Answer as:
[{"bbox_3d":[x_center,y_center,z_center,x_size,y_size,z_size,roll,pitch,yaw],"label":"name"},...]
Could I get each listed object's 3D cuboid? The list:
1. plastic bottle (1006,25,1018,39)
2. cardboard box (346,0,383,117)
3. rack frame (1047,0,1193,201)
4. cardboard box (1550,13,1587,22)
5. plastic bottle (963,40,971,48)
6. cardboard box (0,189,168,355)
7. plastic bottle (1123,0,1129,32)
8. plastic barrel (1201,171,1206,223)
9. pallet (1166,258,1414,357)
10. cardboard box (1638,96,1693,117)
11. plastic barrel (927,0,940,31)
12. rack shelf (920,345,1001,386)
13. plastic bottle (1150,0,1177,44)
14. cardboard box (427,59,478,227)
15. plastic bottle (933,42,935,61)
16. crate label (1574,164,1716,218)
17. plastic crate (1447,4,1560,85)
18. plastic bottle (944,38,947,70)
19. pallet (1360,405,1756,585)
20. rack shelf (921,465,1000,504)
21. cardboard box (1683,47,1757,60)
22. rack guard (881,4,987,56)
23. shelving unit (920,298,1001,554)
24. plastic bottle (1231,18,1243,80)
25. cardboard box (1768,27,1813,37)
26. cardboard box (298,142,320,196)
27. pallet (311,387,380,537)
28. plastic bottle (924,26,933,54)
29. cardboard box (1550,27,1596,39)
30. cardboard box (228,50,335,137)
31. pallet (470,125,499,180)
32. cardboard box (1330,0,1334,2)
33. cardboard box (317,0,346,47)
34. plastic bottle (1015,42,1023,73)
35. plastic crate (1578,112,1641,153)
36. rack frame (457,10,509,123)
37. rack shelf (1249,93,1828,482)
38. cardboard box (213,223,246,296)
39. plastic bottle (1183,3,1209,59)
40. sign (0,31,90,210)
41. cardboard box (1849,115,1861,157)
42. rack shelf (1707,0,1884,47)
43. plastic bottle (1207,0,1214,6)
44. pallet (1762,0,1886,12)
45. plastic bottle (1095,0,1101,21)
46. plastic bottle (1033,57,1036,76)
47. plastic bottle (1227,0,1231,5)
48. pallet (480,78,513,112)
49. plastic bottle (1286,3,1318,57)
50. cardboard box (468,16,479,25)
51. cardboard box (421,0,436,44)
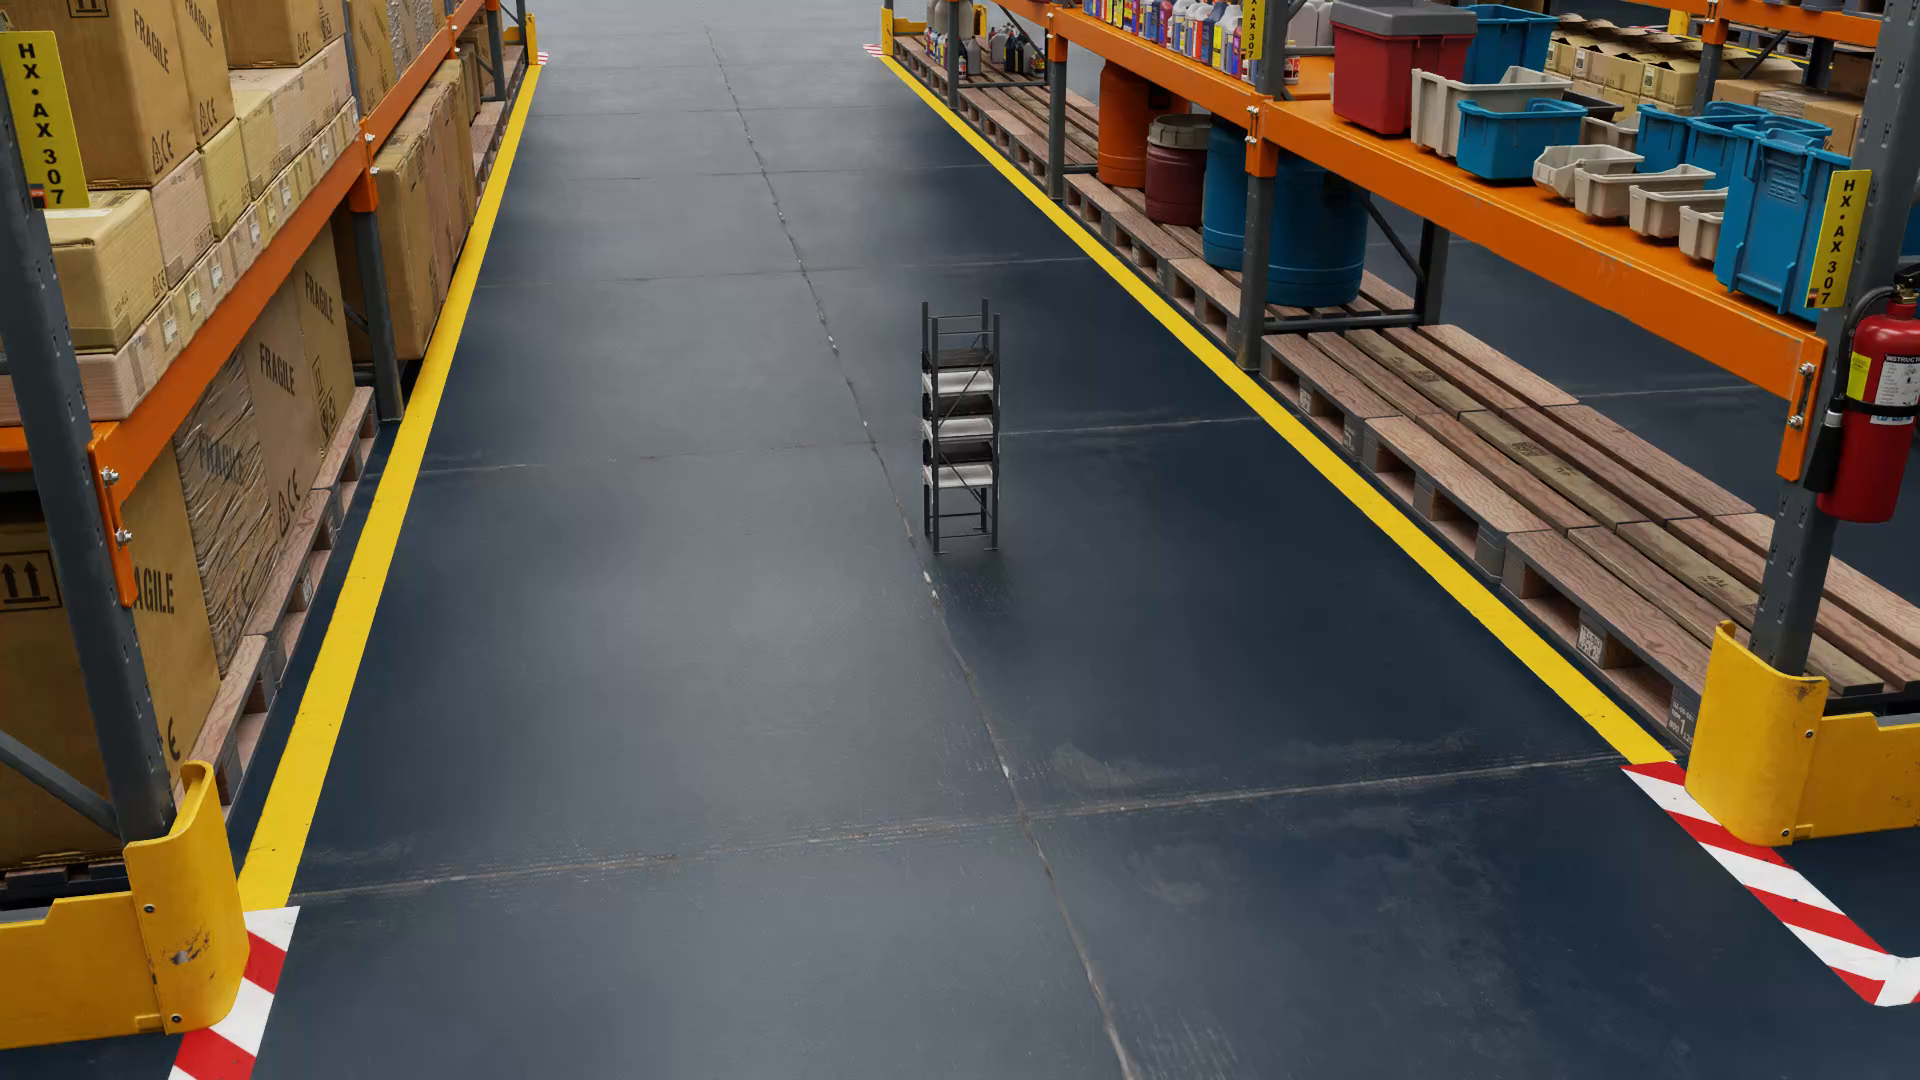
[{"bbox_3d":[0.531,-4.976,16.655,0.144,0.351,0.185,-4,24,-10],"label":"plastic bottle"},{"bbox_3d":[-2.842,-2.130,7.255,0.500,0.500,0.500,-4,24,-10],"label":"cardboard box"},{"bbox_3d":[1.125,-3.825,11.260,1.000,3.000,0.127,-4,24,-10],"label":"rack frame"},{"bbox_3d":[5.611,-4.815,15.736,0.500,0.311,0.500,-4,24,-10],"label":"cardboard box"},{"bbox_3d":[0.089,-4.680,16.071,0.152,0.276,0.135,-4,24,-10],"label":"plastic bottle"},{"bbox_3d":[-2.086,-0.588,3.664,0.500,0.250,0.500,-5,24,-11],"label":"cardboard box"},{"bbox_3d":[1.035,-3.199,9.988,0.097,0.271,0.097,0,24,0],"label":"plastic bottle"},{"bbox_3d":[1.633,-2.026,9.726,0.421,0.512,0.421,0,24,0],"label":"plastic barrel"},{"bbox_3d":[1.763,-1.280,8.918,1.003,0.211,1.213,-4,24,-10],"label":"pallet"},{"bbox_3d":[5.657,-3.311,12.995,0.500,0.250,0.500,-4,24,-8],"label":"cardboard box"},{"bbox_3d":[-0.157,-5.771,18.299,0.421,0.512,0.421,0,24,0],"label":"plastic barrel"},{"bbox_3d":[0.001,-0.626,5.968,0.258,0.077,0.200,-4,24,-10],"label":"rack shelf"},{"bbox_3d":[1.170,-3.000,9.432,0.144,0.351,0.185,-4,24,-10],"label":"plastic bottle"},{"bbox_3d":[-3.635,-2.404,10.137,1.225,0.875,0.875,-5,24,-12],"label":"cardboard box"},{"bbox_3d":[-0.225,-4.942,16.763,0.097,0.201,0.097,0,24,0],"label":"plastic bottle"},{"bbox_3d":[2.161,-1.115,5.310,0.396,0.136,0.243,-4,24,-10],"label":"crate label"},{"bbox_3d":[2.286,-2.113,7.286,0.392,0.384,0.575,-4,24,-10],"label":"plastic crate"},{"bbox_3d":[-0.123,-4.724,16.162,0.061,0.283,0.133,-3,24,-6],"label":"plastic bottle"},{"bbox_3d":[2.268,-0.206,6.459,1.003,0.211,1.213,-4,24,-10],"label":"pallet"},{"bbox_3d":[0.001,-0.214,6.148,0.258,0.077,0.200,-4,24,-10],"label":"rack shelf"},{"bbox_3d":[6.080,-3.813,13.443,0.500,0.311,0.500,-5,24,-11],"label":"cardboard box"},{"bbox_3d":[-0.294,-5.800,18.905,1.175,0.500,0.348,-4,24,-10],"label":"rack guard"},{"bbox_3d":[0.001,-0.409,6.063,0.258,0.900,0.210,-4,24,-10],"label":"shelving unit"},{"bbox_3d":[1.387,-2.417,8.182,0.061,0.283,0.133,-4,24,-10],"label":"plastic bottle"},{"bbox_3d":[9.613,-5.966,18.735,0.700,0.500,0.500,-6,24,-13],"label":"cardboard box"},{"bbox_3d":[-2.434,-1.269,5.723,0.380,0.149,0.250,-4,24,-9],"label":"cardboard box"},{"bbox_3d":[-2.939,-0.302,6.678,1.003,0.211,1.213,-4,24,-10],"label":"pallet"},{"bbox_3d":[-0.325,-5.187,17.237,0.097,0.271,0.097,0,24,0],"label":"plastic bottle"},{"bbox_3d":[5.270,-4.371,14.720,0.500,0.311,0.500,-5,24,-11],"label":"cardboard box"},{"bbox_3d":[-2.565,-1.595,5.970,0.500,0.250,0.500,-4,24,-8],"label":"cardboard box"},{"bbox_3d":[-4.108,-2.967,12.779,1.003,0.211,1.213,-4,24,-10],"label":"pallet"},{"bbox_3d":[4.489,-6.189,18.646,0.500,0.500,0.500,-4,24,-10],"label":"cardboard box"},{"bbox_3d":[-2.655,-2.135,6.270,0.500,0.500,0.500,-4,24,-8],"label":"cardboard box"},{"bbox_3d":[0.566,-4.630,15.947,0.061,0.283,0.133,-4,24,-10],"label":"plastic bottle"},{"bbox_3d":[2.482,-1.496,6.181,0.293,0.136,0.466,-4,24,-10],"label":"plastic crate"},{"bbox_3d":[-4.482,-5.032,14.023,1.000,3.000,0.127,-4,24,-10],"label":"rack frame"},{"bbox_3d":[2.235,-1.135,6.000,1.077,0.370,4.000,-4,24,-10],"label":"rack shelf"},{"bbox_3d":[-2.196,-0.765,4.567,0.380,0.149,0.250,-5,24,-11],"label":"cardboard box"},{"bbox_3d":[1.289,-2.721,8.887,0.152,0.276,0.135,-4,24,-10],"label":"plastic bottle"},{"bbox_3d":[-1.717,-0.783,3.115,0.100,0.325,0.005,-4,24,-10],"label":"sign"},{"bbox_3d":[6.089,-2.438,10.658,0.500,0.500,0.500,-5,24,-12],"label":"cardboard box"},{"bbox_3d":[6.364,-3.074,10.439,1.077,0.370,4.000,-4,24,-10],"label":"rack shelf"},{"bbox_3d":[1.365,-2.826,9.135,0.097,0.271,0.097,0,24,0],"label":"plastic bottle"},{"bbox_3d":[6.188,-3.841,11.536,1.213,0.211,1.003,-4,24,-10],"label":"pallet"},{"bbox_3d":[0.903,-3.445,10.535,0.061,0.283,0.133,-4,24,-10],"label":"plastic bottle"},{"bbox_3d":[0.739,-4.515,15.787,0.097,0.201,0.097,0,24,0],"label":"plastic bottle"},{"bbox_3d":[1.719,-3.354,10.430,0.097,0.201,0.097,0,24,0],"label":"plastic bottle"},{"bbox_3d":[-4.641,-4.015,15.180,1.003,0.211,1.213,-4,24,-10],"label":"pallet"},{"bbox_3d":[1.833,-2.758,8.972,0.152,0.276,0.135,-4,24,-10],"label":"plastic bottle"},{"bbox_3d":[-4.822,-4.702,15.867,0.500,0.500,0.500,-6,24,-14],"label":"cardboard box"},{"bbox_3d":[-3.321,-3.132,9.548,0.500,0.500,0.500,-5,24,-10],"label":"cardboard box"}]
